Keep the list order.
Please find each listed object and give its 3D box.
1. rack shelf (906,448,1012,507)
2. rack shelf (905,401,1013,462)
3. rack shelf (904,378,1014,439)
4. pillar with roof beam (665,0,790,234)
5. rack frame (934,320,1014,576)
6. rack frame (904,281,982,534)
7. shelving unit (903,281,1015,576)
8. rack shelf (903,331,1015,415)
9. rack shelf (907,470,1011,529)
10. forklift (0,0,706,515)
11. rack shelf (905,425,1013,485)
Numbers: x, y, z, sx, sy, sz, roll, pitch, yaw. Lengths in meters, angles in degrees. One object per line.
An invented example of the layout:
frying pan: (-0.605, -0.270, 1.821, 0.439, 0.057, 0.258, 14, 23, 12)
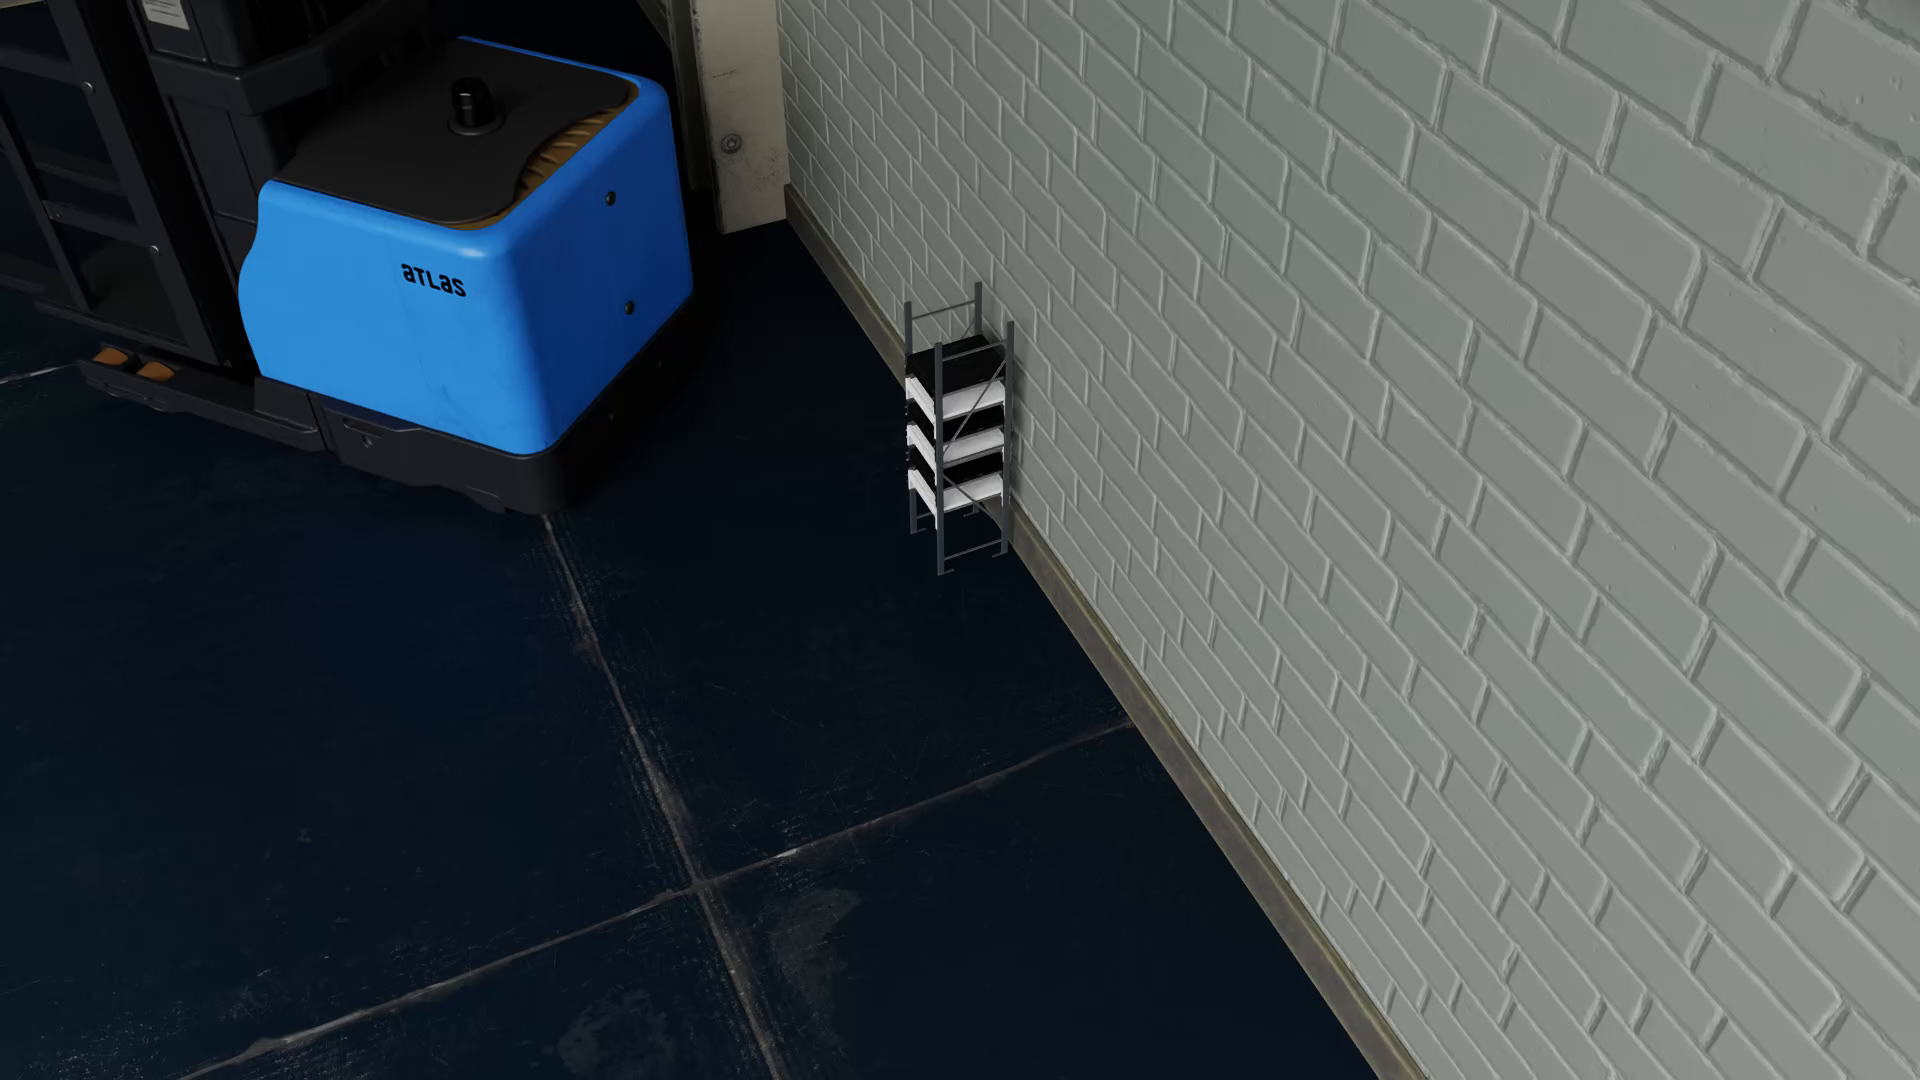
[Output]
rack shelf: (-0.003, -0.224, 5.012, 0.258, 0.077, 0.200, -19, 48, -18)
rack shelf: (-0.003, -0.352, 4.885, 0.258, 0.077, 0.200, -19, 48, -18)
rack shelf: (-0.003, -0.416, 4.822, 0.258, 0.077, 0.200, -19, 48, -18)
pillar with roof beam: (-4.777, -3.288, 2.175, 9.100, 9.000, 0.400, -18, 47, -17)
rack frame: (0.040, -0.247, 4.860, 0.240, 0.900, 0.006, -19, 48, -18)
rack frame: (-0.047, -0.376, 4.990, 0.240, 0.900, 0.006, -19, 48, -18)
shelving unit: (-0.003, -0.312, 4.925, 0.258, 0.900, 0.210, -19, 48, -18)
rack shelf: (-0.003, -0.480, 4.759, 0.258, 0.077, 0.200, -19, 48, -18)
rack shelf: (-0.003, -0.160, 5.075, 0.258, 0.077, 0.200, -19, 48, -18)
forklift: (-2.458, -1.807, 4.995, 3.031, 2.935, 1.130, 17, 47, 16)
rack shelf: (-0.003, -0.288, 4.949, 0.258, 0.077, 0.200, -19, 48, -18)
